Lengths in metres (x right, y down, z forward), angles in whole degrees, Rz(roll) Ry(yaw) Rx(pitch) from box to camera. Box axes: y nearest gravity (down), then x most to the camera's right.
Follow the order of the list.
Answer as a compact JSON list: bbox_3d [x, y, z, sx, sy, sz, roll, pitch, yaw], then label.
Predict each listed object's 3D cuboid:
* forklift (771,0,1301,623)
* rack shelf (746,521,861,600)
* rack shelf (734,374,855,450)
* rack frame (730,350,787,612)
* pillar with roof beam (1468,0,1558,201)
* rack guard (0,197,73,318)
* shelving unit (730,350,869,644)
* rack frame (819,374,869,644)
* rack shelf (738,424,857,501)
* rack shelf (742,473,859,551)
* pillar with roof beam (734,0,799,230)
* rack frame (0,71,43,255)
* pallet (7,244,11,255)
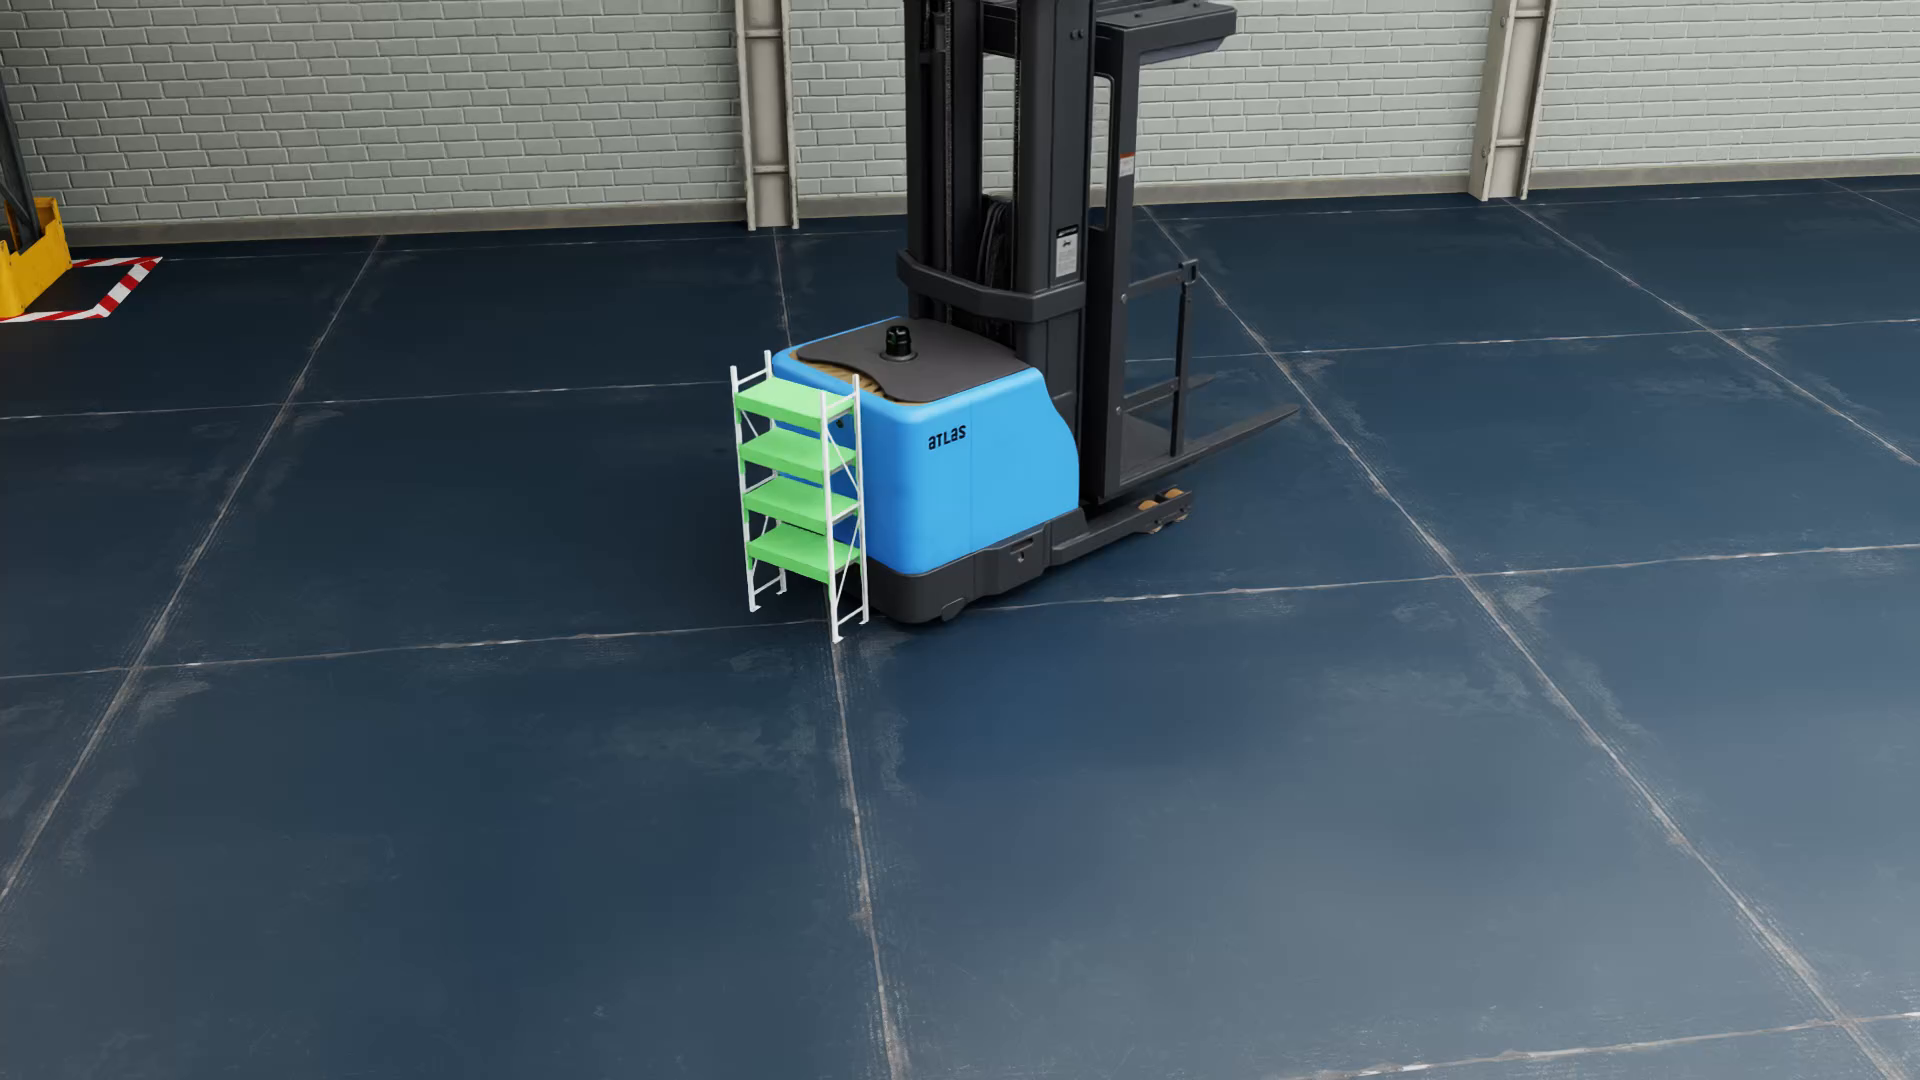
[{"bbox_3d":[0.550,-1.492,7.948,3.031,2.935,1.130,-23,35,-37],"label":"forklift"},{"bbox_3d":[-0.690,0.085,7.430,0.480,0.148,0.258,18,33,31],"label":"rack shelf"},{"bbox_3d":[-0.698,-0.551,7.092,0.480,0.148,0.258,18,33,31],"label":"rack shelf"},{"bbox_3d":[-0.892,-0.247,7.413,0.015,1.200,0.240,18,33,31],"label":"rack frame"},{"bbox_3d":[5.067,-4.931,8.003,0.400,9.000,9.100,-4,27,-7],"label":"pillar with roof beam"},{"bbox_3d":[-6.577,-1.971,11.544,0.348,0.500,1.175,-4,27,-7],"label":"rack guard"},{"bbox_3d":[-0.693,-0.183,7.287,0.503,1.200,0.258,18,33,31],"label":"shelving unit"},{"bbox_3d":[-0.494,-0.119,7.162,0.015,1.200,0.240,18,33,31],"label":"rack frame"},{"bbox_3d":[-0.695,-0.339,7.205,0.480,0.148,0.258,18,33,31],"label":"rack shelf"},{"bbox_3d":[-0.693,-0.127,7.317,0.480,0.148,0.258,18,33,31],"label":"rack shelf"},{"bbox_3d":[-0.875,-4.549,7.259,0.400,9.000,9.100,-4,27,-7],"label":"pillar with roof beam"},{"bbox_3d":[-6.601,-3.082,10.970,0.127,3.000,1.000,-4,27,-7],"label":"rack frame"},{"bbox_3d":[-7.352,-1.774,11.475,1.213,0.211,1.003,-4,27,-7],"label":"pallet"}]
